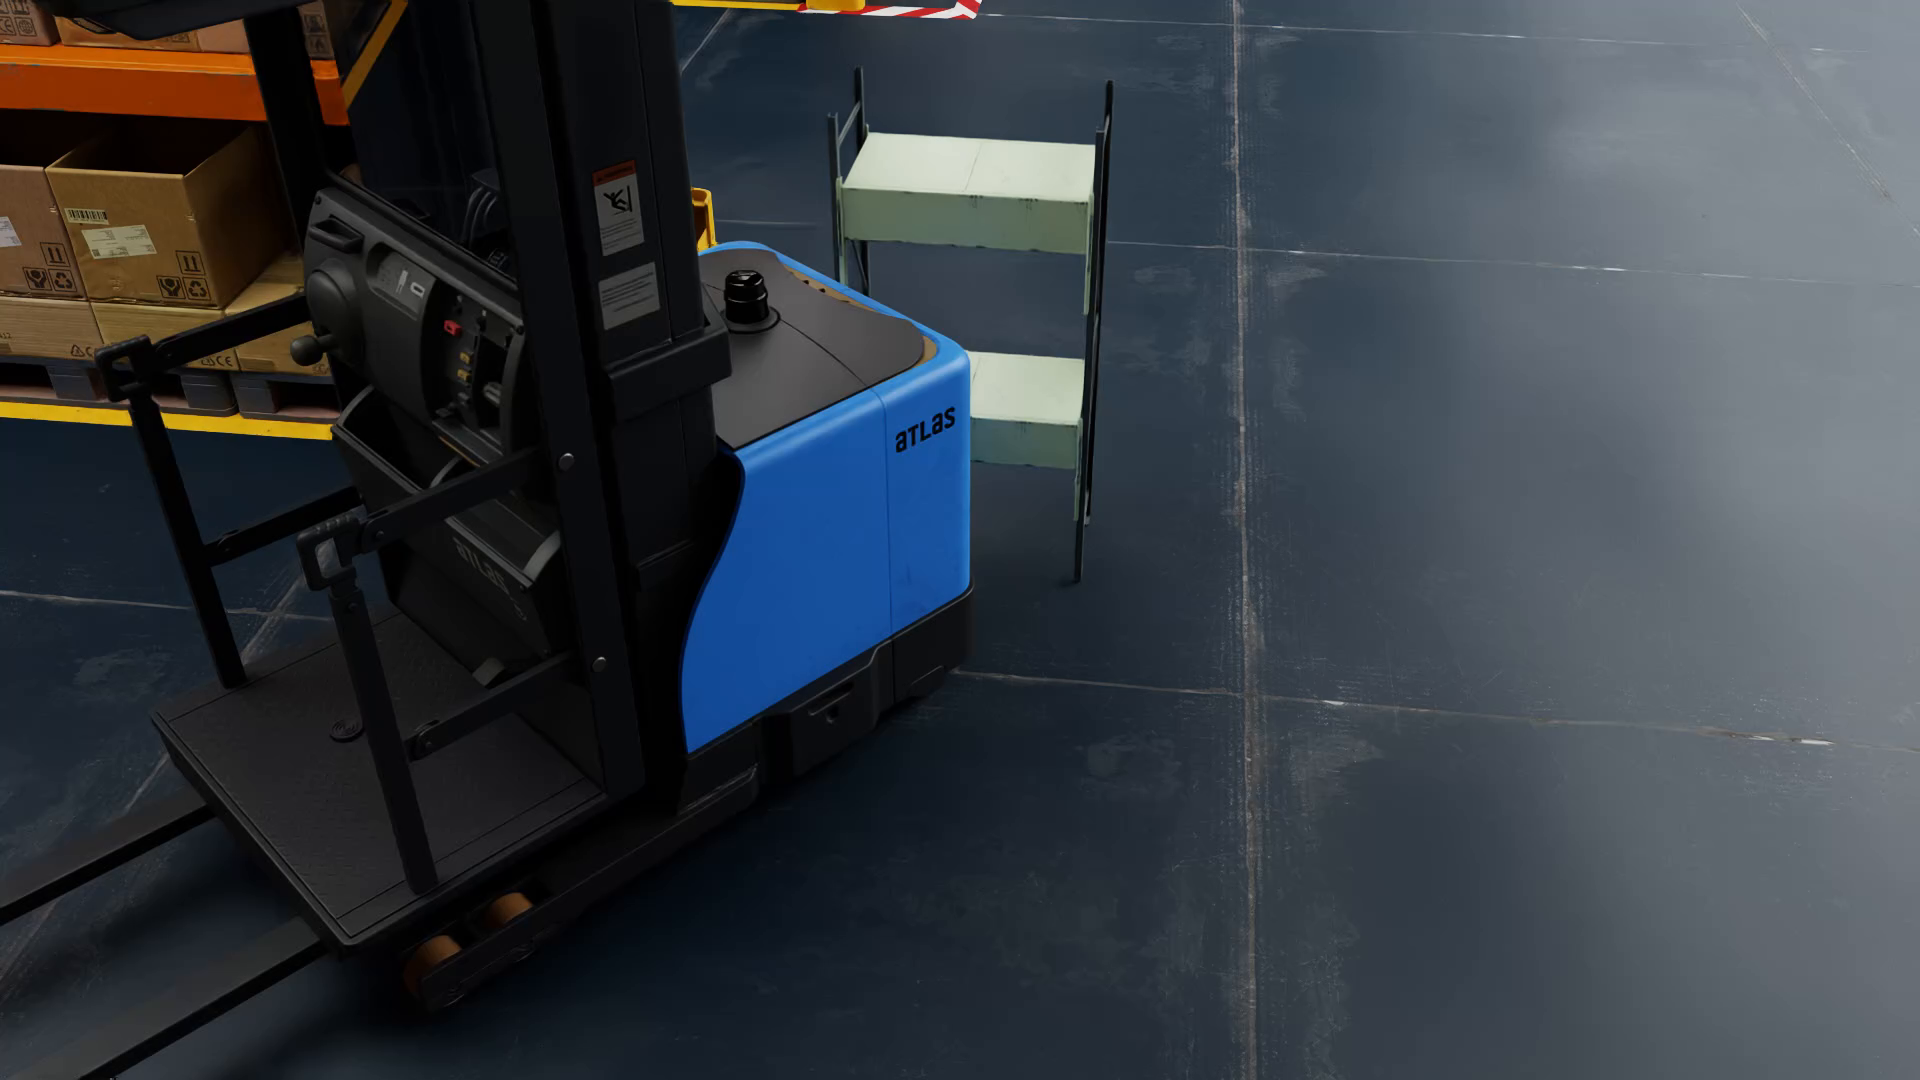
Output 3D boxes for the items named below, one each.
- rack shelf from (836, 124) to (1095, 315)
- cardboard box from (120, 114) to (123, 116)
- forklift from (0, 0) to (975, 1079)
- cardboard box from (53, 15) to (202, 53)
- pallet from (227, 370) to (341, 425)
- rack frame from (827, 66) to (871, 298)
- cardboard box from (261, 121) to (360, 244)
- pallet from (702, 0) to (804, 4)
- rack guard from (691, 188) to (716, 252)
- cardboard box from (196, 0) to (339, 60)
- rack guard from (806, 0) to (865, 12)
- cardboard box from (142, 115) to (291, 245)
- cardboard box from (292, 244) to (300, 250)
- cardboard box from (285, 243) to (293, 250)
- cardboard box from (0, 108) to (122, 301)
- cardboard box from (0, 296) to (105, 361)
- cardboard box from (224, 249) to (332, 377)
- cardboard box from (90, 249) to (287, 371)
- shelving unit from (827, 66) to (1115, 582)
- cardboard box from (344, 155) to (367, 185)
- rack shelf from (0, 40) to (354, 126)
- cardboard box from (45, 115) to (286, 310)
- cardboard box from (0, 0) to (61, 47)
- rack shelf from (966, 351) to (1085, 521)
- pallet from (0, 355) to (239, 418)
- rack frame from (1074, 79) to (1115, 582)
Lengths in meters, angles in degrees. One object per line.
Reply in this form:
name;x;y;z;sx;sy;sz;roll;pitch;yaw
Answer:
rack shelf;0.040;-0.940;4.845;0.720;0.370;0.431;5;36;7
cardboard box;-3.229;-1.516;6.393;0.500;0.500;0.500;4;36;6
forklift;-1.368;-0.429;3.570;3.031;2.935;1.130;-29;45;-34
cardboard box;-2.713;-2.038;5.678;0.500;0.500;0.700;4;36;6
pallet;-2.002;-0.776;6.397;1.213;0.211;1.003;4;36;6
rack frame;-0.322;-0.653;5.115;0.023;1.500;0.400;5;36;7
cardboard box;-2.238;-1.439;6.286;0.500;0.500;0.500;4;36;6
pallet;-1.490;-3.639;10.408;1.213;0.211;1.003;4;36;6
rack guard;-1.214;-0.860;6.265;0.348;0.500;1.175;4;36;6
cardboard box;-2.221;-1.997;5.622;0.500;0.500;0.700;5;36;7
rack guard;-0.685;-3.694;10.236;0.348;0.500;1.175;4;36;6
cardboard box;-2.735;-1.469;6.327;0.500;0.500;0.500;4;36;6
cardboard box;-2.238;-1.133;6.502;0.500;0.250;0.500;4;36;6
cardboard box;-2.734;-1.170;6.554;0.500;0.250;0.500;4;36;6
cardboard box;-3.297;-1.207;5.960;0.500;0.500;0.500;4;36;6
cardboard box;-3.297;-0.904;6.181;0.500;0.250;0.500;4;36;6
cardboard box;-2.305;-0.830;6.077;0.500;0.250;0.500;4;36;6
cardboard box;-2.801;-0.866;6.128;0.500;0.250;0.500;4;36;6
shelving unit;0.040;-0.622;5.072;0.755;1.500;0.431;5;36;7
cardboard box;-1.808;-1.104;5.816;0.500;0.500;0.500;4;36;6
rack shelf;-3.222;-1.734;5.958;4.000;0.370;1.077;4;36;6
cardboard box;-2.801;-1.169;5.907;0.500;0.500;0.500;4;36;6
cardboard box;-3.235;-2.074;5.729;0.500;0.500;0.700;5;36;7
rack shelf;0.040;-0.357;5.261;0.720;0.370;0.431;5;36;7
pallet;-3.208;-0.868;6.525;1.213;0.211;1.003;4;36;6
rack frame;0.402;-0.591;5.029;0.023;1.500;0.400;5;36;7
